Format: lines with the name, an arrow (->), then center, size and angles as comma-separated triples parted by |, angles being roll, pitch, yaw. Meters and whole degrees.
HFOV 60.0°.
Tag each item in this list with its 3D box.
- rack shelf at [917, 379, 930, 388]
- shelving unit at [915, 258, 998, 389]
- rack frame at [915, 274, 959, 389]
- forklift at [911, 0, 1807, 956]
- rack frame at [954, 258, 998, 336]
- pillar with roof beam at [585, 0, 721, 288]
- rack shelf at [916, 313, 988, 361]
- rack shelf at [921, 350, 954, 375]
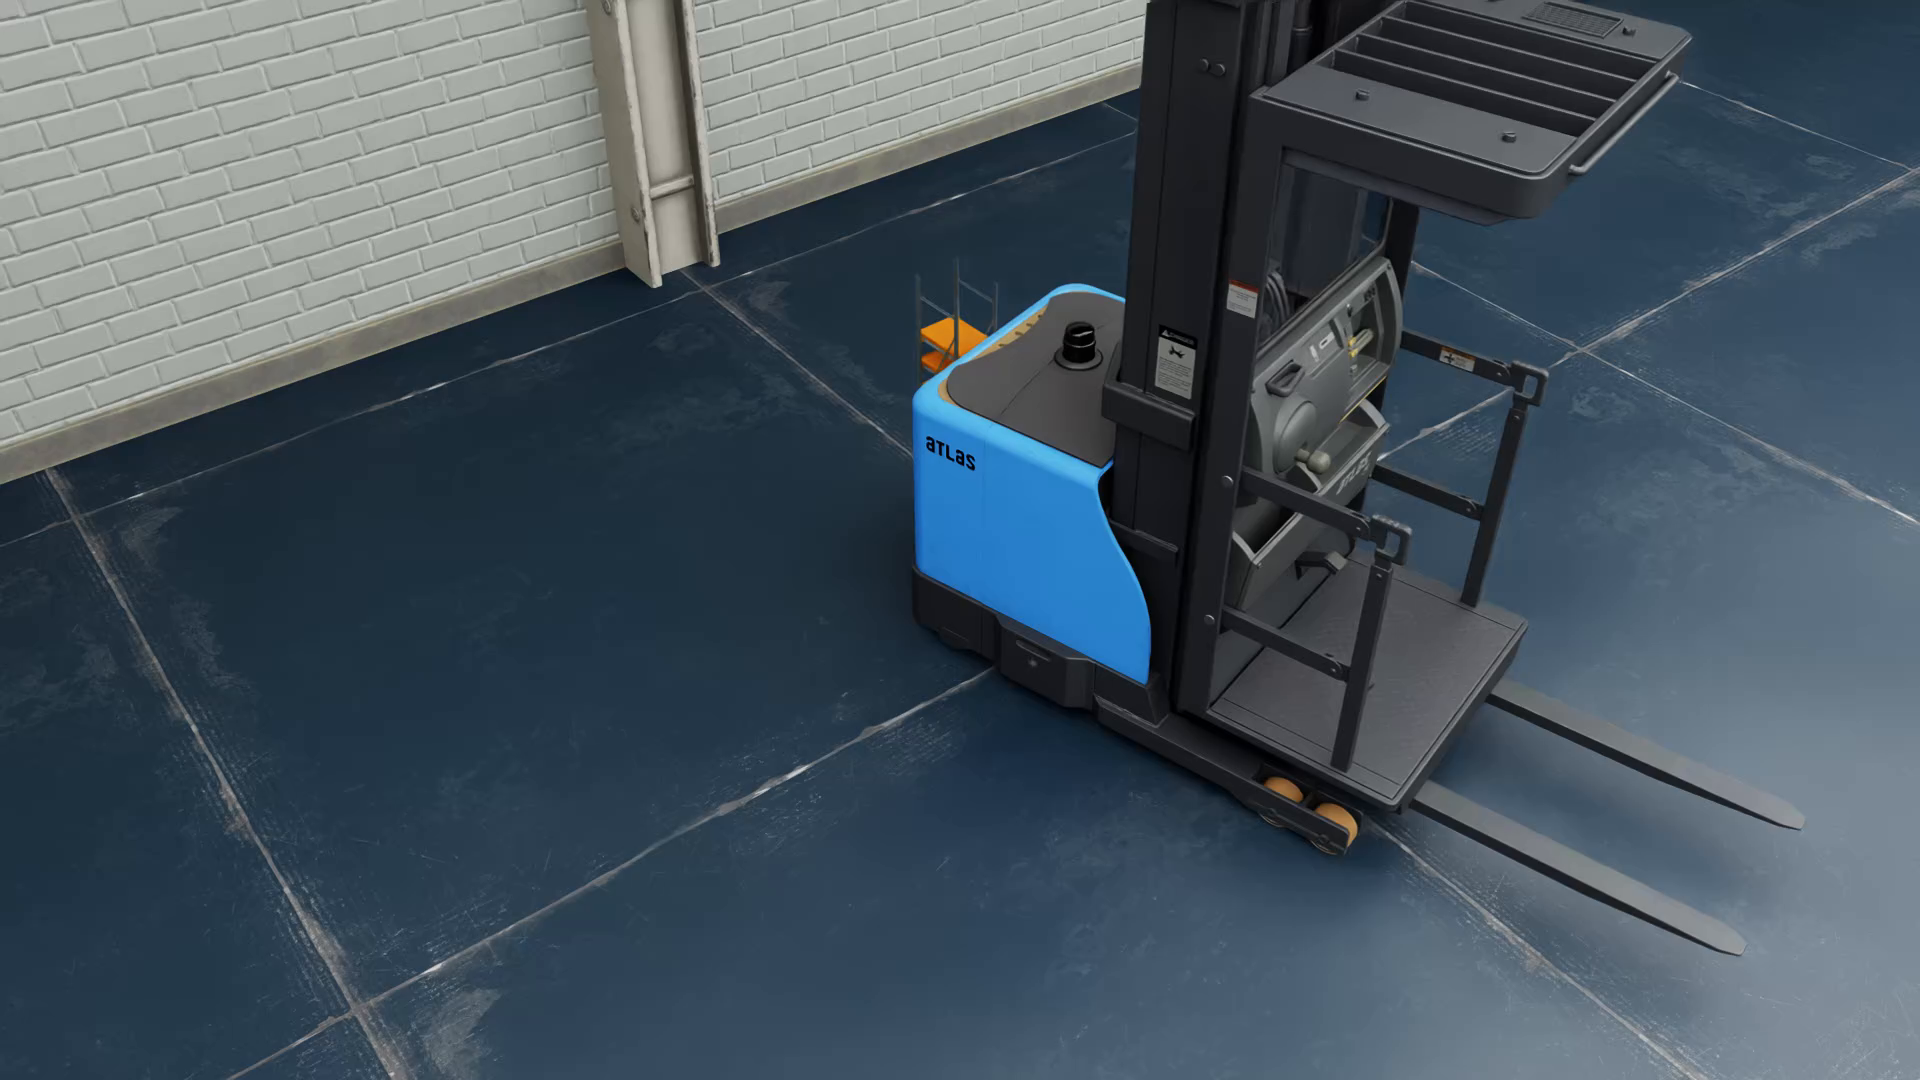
rack shelf -> -0.013, -0.536, 6.338 | 0.180, 0.103, 0.258 | -28, 47, -30
shelving unit -> -0.013, -0.477, 6.386 | 0.189, 1.200, 0.258 | -28, 47, -30
rack frame -> -0.083, -0.440, 6.341 | 0.006, 1.200, 0.240 | -28, 47, -30
forklift -> 1.300, -0.483, 5.028 | 3.031, 2.935, 1.130 | 26, 46, 28
rack frame -> 0.058, -0.514, 6.431 | 0.006, 1.200, 0.240 | -28, 47, -30
pillar with roof beam -> 1.158, -2.720, 2.970 | 0.400, 9.000, 9.100 | -26, 46, -28
rack shelf -> -0.013, -0.721, 6.186 | 0.180, 0.103, 0.258 | -28, 47, -30
rack shelf -> -0.013, -0.629, 6.262 | 0.180, 0.103, 0.258 | -28, 47, -30
